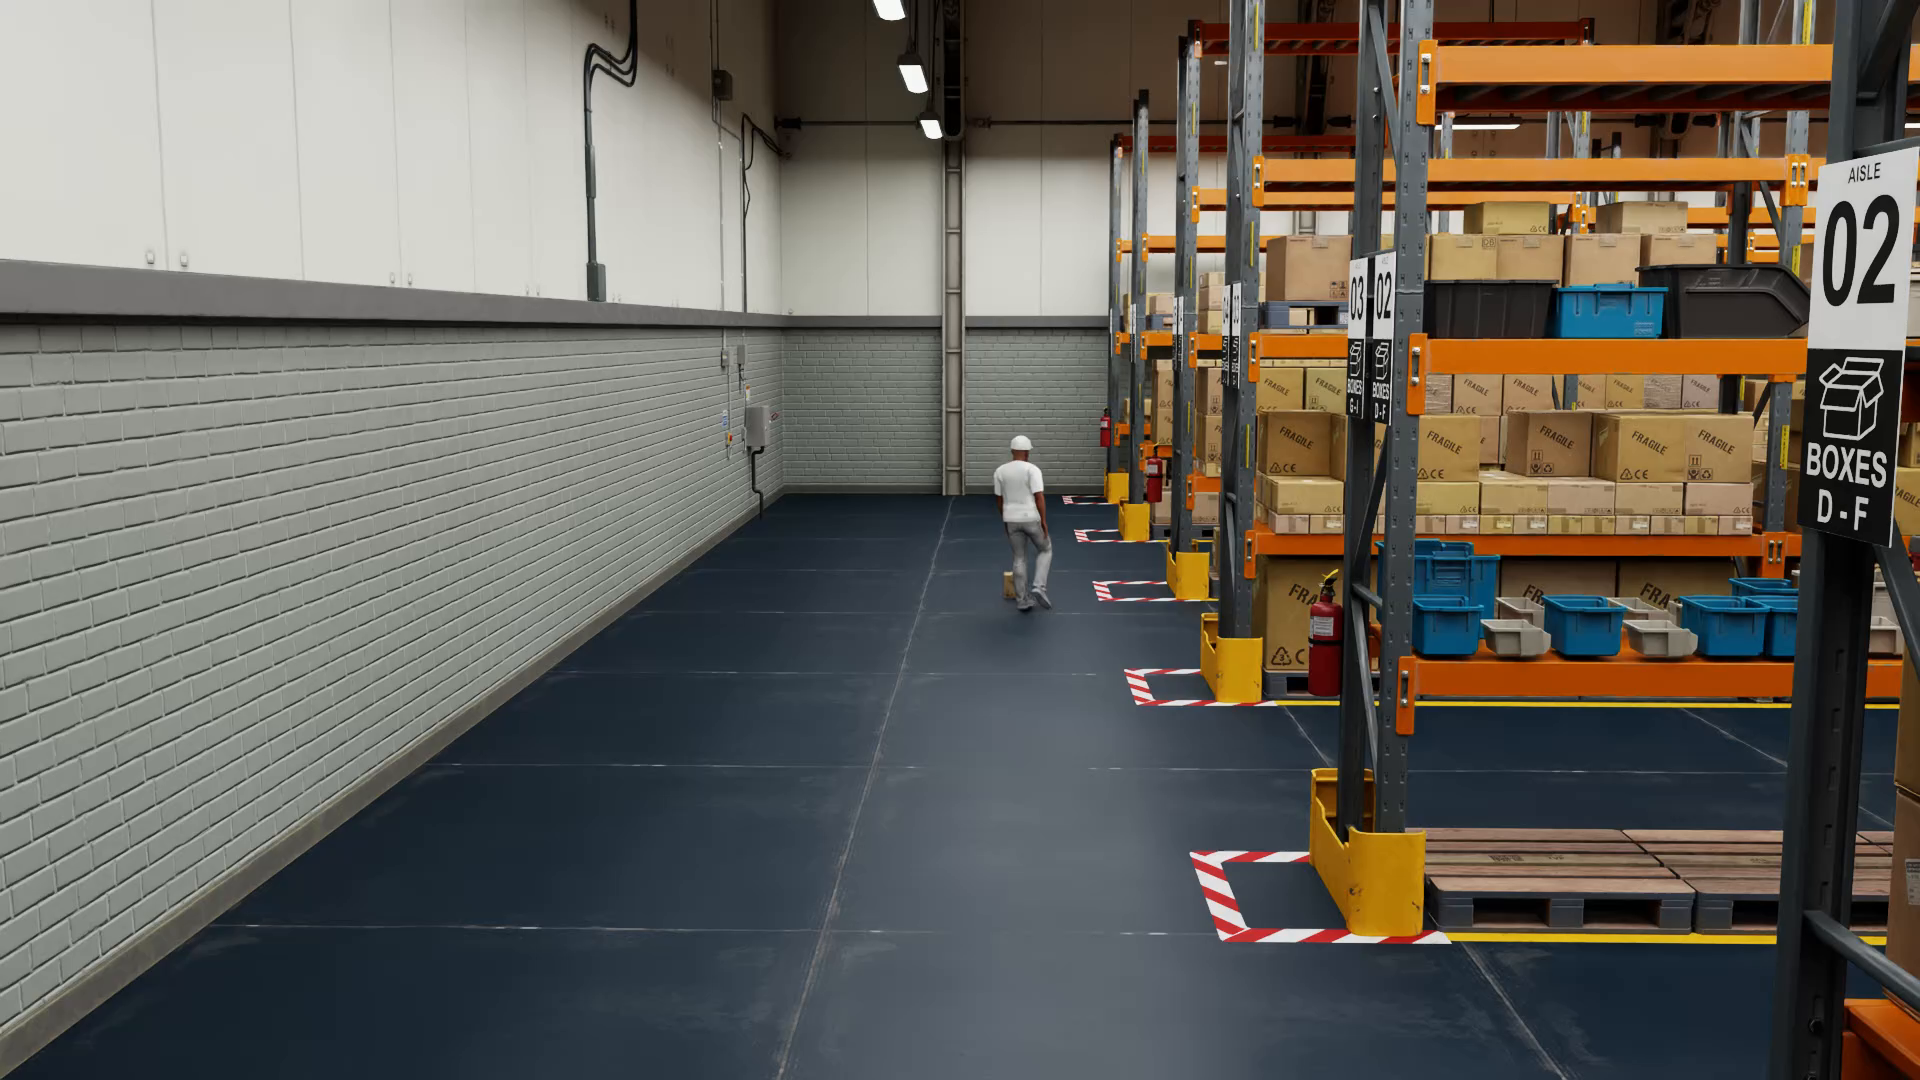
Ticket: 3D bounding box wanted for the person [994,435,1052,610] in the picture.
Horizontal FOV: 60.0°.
[{"bbox_3d":[0.661,-0.180,17.026,0.633,1.781,0.474,3,8,25],"label":"person"}]
